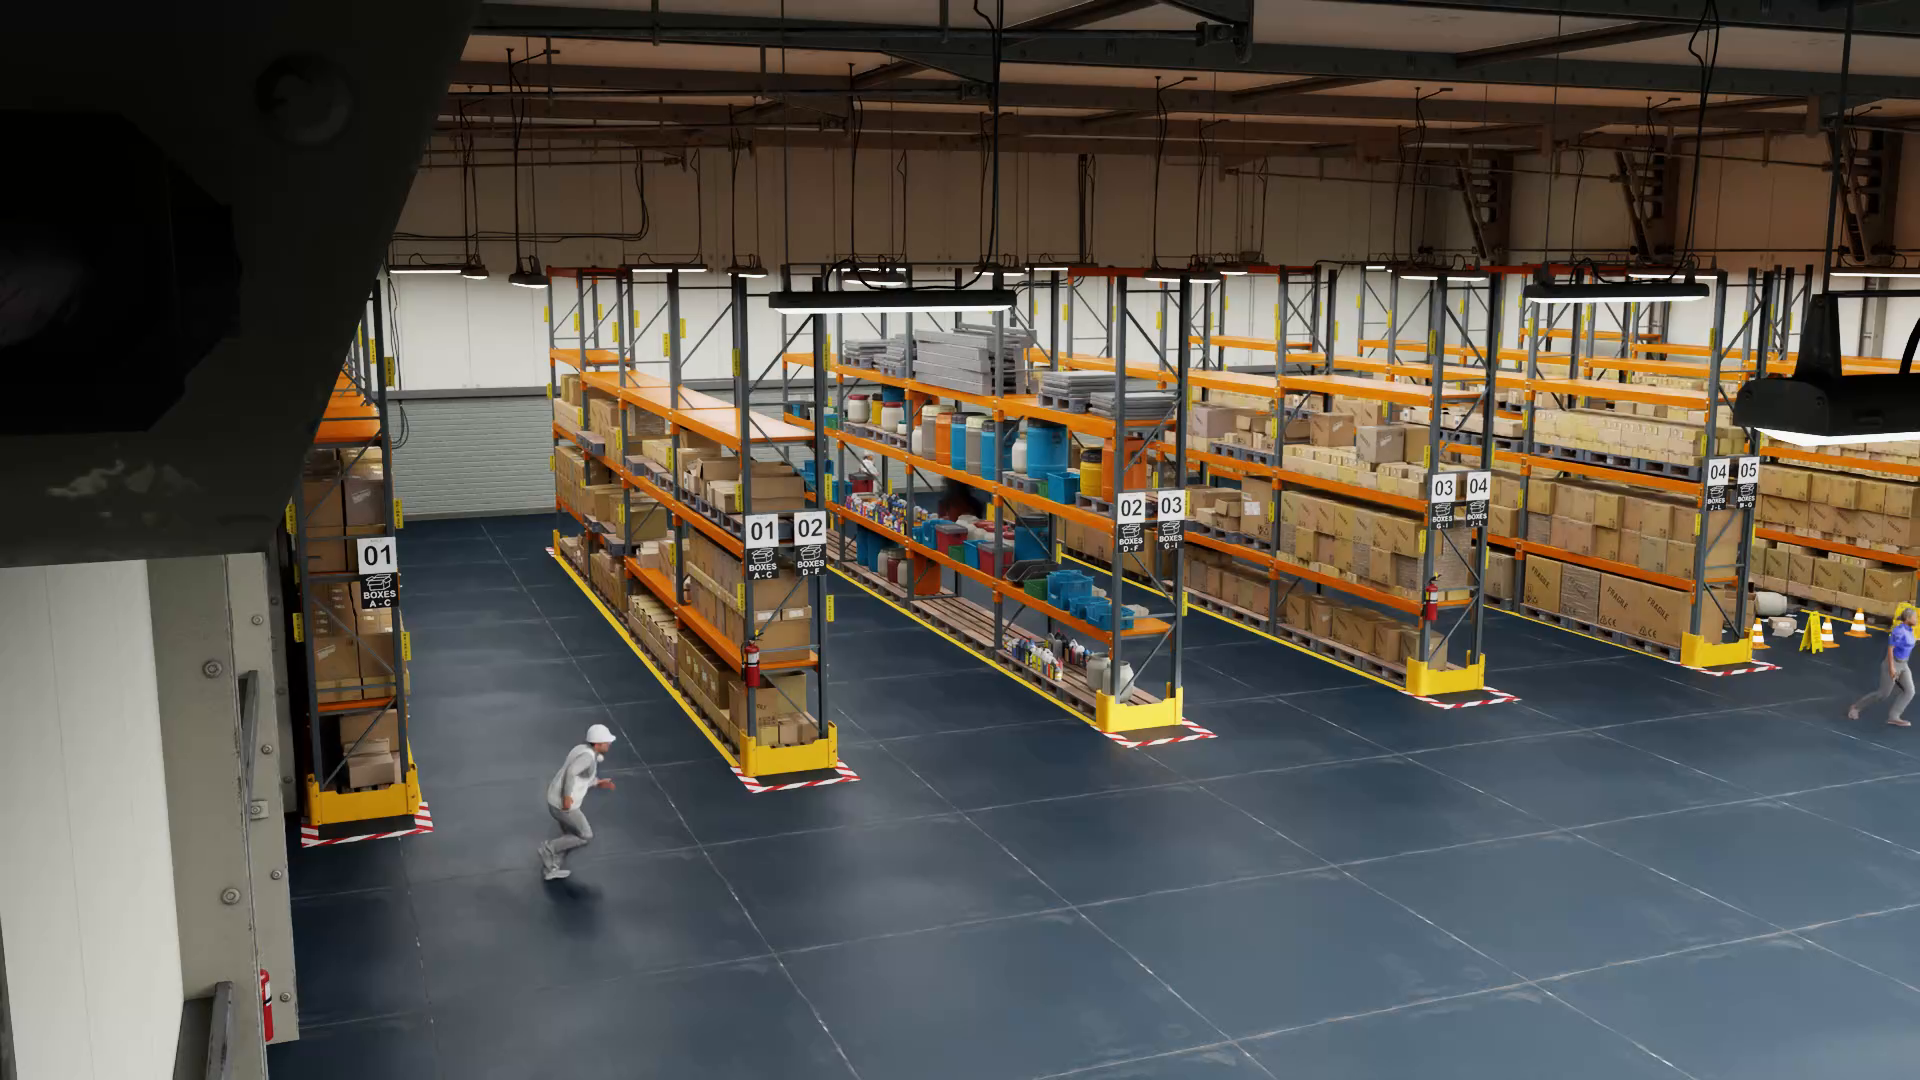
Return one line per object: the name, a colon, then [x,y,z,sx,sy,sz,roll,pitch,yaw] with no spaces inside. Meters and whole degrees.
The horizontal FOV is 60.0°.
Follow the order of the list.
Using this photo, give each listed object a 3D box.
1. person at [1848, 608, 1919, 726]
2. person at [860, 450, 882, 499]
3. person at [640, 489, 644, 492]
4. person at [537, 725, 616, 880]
person: [12.468,1.683,22.373,0.707,1.574,0.694,-8,13,-37]
person: [-2.175,-1.317,39.433,0.857,1.635,0.629,-2,10,-10]
person: [-6.864,-0.775,36.231,0.715,1.732,0.782,3,10,14]
person: [-3.871,2.668,16.805,0.824,1.590,0.684,-3,10,-14]
